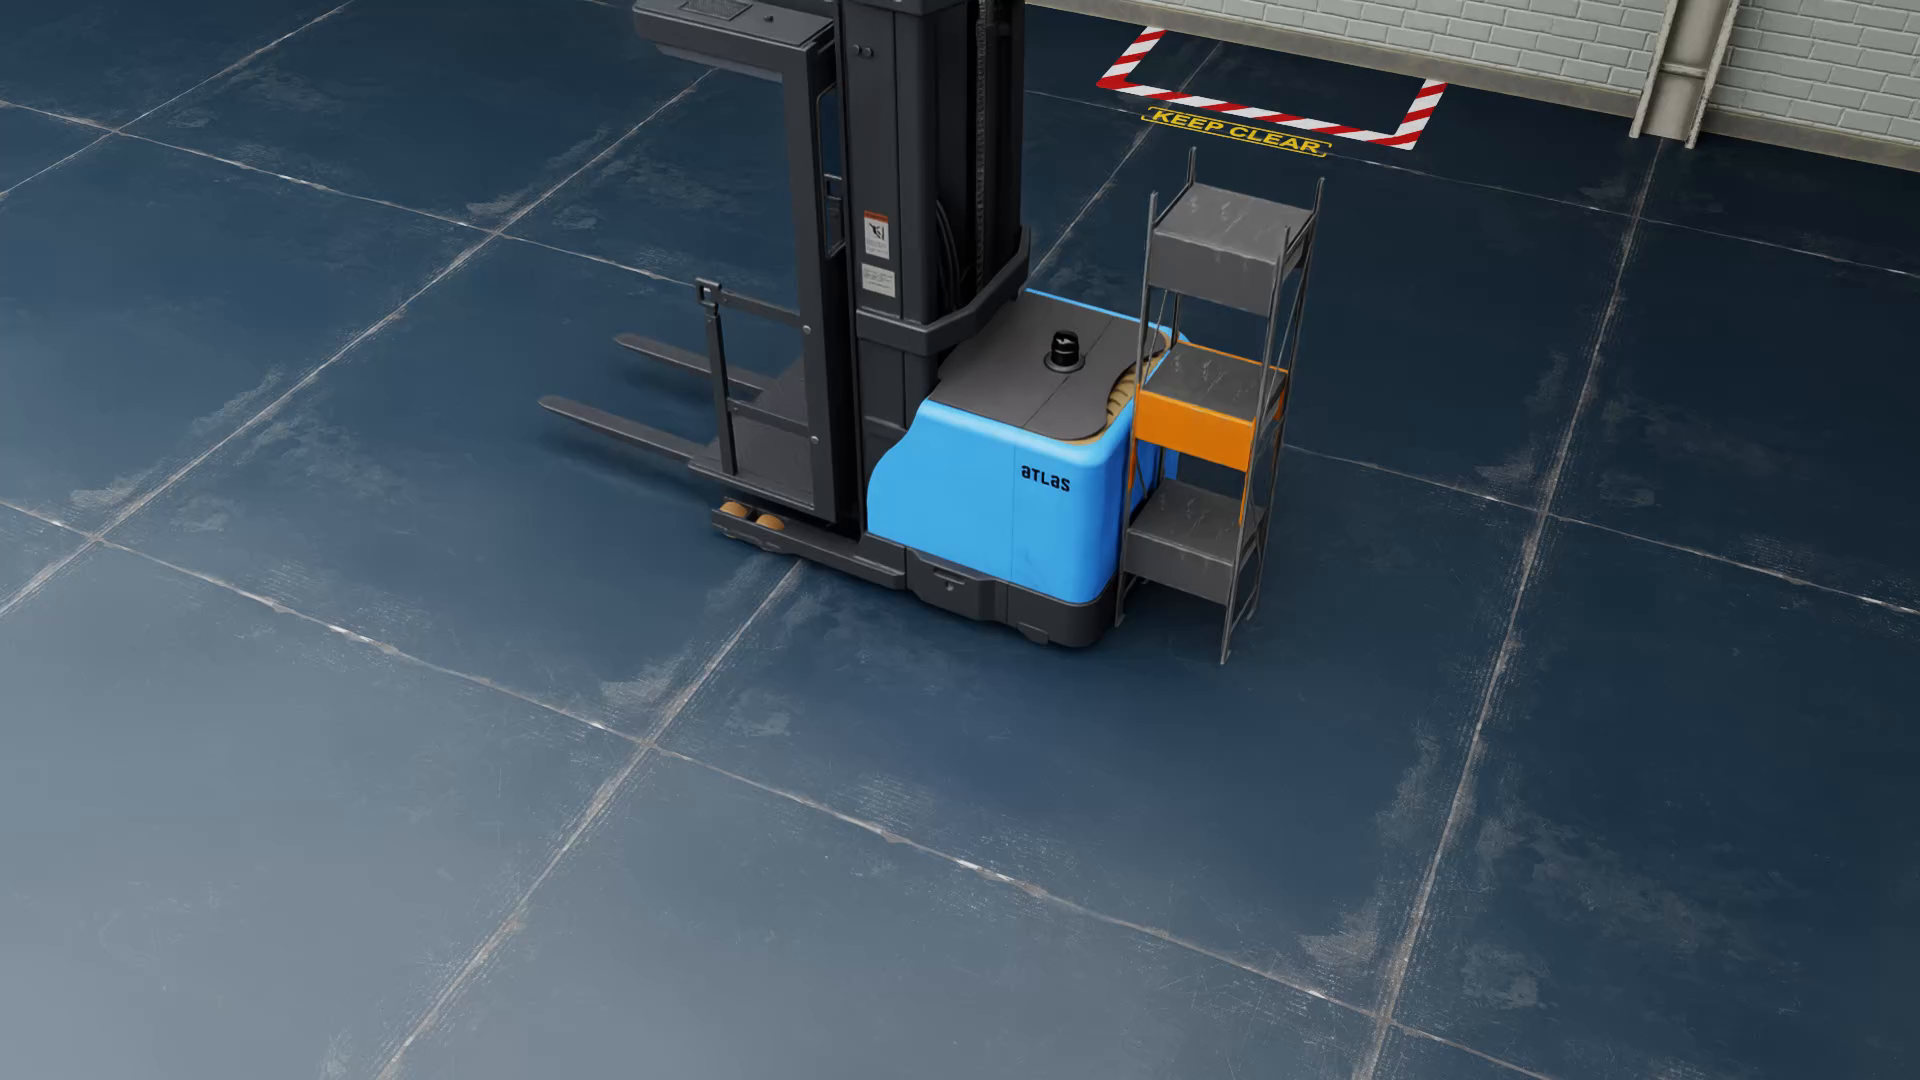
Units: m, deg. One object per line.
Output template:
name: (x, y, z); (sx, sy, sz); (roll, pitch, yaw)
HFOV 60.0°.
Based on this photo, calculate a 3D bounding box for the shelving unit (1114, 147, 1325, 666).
shelving unit: (0.983, -0.455, 6.556); (0.503, 2.100, 0.431); (19, 44, 21)

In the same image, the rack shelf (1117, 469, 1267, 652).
rack shelf: (0.983, 0.084, 7.023); (0.480, 0.518, 0.431); (19, 44, 21)

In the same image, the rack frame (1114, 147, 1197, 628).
rack frame: (0.767, -0.529, 6.642); (0.015, 2.100, 0.400); (19, 44, 21)

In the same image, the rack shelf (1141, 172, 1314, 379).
rack shelf: (0.983, -0.974, 6.106); (0.480, 0.518, 0.431); (19, 44, 21)

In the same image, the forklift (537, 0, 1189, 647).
forklift: (-0.561, -1.343, 6.945); (3.031, 2.935, 1.130); (19, 44, 21)

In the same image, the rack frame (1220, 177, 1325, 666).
rack frame: (1.199, -0.380, 6.470); (0.015, 2.100, 0.400); (19, 44, 21)

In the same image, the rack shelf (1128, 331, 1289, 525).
rack shelf: (0.983, -0.445, 6.565); (0.480, 0.518, 0.431); (19, 44, 21)

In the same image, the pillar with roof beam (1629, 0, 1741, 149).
pillar with roof beam: (2.689, -3.455, 4.750); (0.400, 9.000, 9.100); (17, 44, 19)
